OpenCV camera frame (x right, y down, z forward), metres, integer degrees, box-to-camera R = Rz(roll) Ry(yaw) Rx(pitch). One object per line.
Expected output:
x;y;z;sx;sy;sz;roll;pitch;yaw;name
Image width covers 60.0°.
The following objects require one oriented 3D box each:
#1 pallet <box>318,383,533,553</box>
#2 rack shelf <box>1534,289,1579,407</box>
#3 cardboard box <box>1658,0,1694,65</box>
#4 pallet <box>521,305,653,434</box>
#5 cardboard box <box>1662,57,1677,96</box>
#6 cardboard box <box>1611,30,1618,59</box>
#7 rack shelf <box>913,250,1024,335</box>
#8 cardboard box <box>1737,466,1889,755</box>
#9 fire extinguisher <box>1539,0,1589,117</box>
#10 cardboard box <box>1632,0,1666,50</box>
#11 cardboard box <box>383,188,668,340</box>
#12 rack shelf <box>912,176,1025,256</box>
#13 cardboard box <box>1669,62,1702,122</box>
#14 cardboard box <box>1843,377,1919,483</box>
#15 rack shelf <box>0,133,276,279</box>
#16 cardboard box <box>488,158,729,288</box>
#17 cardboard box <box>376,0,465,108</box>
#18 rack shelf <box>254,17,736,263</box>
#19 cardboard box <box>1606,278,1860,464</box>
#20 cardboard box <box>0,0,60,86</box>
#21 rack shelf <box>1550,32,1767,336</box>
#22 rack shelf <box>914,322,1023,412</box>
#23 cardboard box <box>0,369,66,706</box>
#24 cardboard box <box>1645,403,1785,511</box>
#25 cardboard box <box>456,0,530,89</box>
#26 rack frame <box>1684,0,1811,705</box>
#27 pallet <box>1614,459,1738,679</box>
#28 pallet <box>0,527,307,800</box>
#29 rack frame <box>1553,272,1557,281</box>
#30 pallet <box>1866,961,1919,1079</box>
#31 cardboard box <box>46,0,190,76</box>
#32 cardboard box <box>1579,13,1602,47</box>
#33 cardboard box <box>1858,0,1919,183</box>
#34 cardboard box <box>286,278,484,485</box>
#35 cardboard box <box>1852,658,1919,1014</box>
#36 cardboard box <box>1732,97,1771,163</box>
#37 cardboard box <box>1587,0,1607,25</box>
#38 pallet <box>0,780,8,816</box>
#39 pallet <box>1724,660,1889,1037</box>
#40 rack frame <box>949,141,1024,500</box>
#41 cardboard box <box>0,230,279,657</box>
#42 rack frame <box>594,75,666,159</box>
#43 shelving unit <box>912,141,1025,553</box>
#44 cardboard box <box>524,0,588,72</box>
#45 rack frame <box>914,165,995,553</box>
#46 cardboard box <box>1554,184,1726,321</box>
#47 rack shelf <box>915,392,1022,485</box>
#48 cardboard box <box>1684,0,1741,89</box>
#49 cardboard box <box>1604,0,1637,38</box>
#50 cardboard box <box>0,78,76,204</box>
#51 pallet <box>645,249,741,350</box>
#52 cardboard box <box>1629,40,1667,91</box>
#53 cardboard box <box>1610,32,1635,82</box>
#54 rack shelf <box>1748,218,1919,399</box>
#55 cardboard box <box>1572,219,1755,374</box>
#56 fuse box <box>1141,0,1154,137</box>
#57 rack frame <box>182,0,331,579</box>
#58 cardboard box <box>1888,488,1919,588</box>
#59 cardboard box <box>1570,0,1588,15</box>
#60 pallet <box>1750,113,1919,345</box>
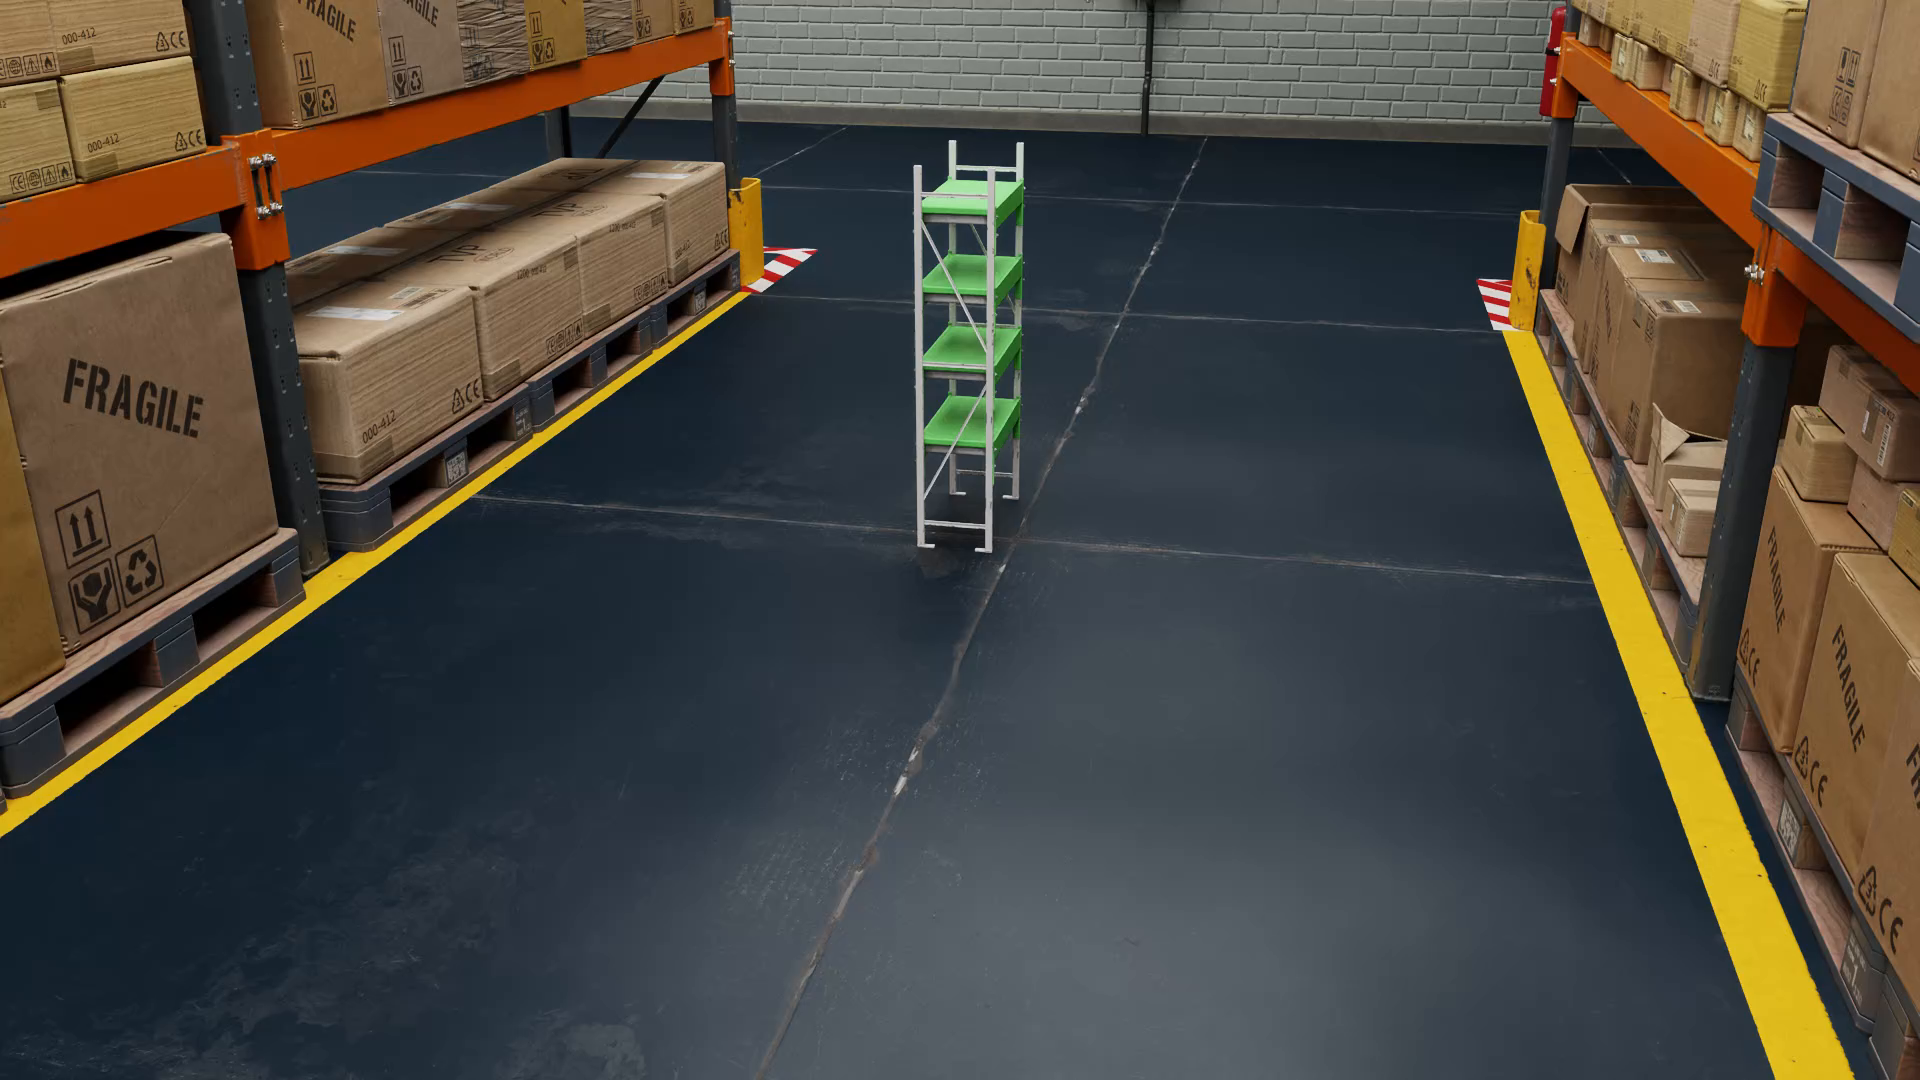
-2.226;-0.312;5.846;1.003;0.211;1.213;4;22;11;pallet
-12.557;-1.232;4.665;30.696;2.800;11.642;4;22;11;rack shelf
2.470;-1.595;5.102;0.500;0.250;0.500;4;22;11;cardboard box
-1.979;-0.759;6.957;1.003;0.211;1.213;4;22;11;pallet
2.552;-1.539;5.495;0.380;0.149;0.250;4;22;11;cardboard box
2.745;-1.920;6.443;0.380;0.149;0.250;5;23;13;cardboard box
0.034;-0.780;5.214;0.258;0.148;0.480;4;22;11;rack shelf
2.083;0.168;3.705;0.500;0.500;0.500;5;23;13;cardboard box
2.796;-2.299;7.650;0.296;0.674;0.183;4;22;11;fire extinguisher
2.576;-1.783;5.569;0.500;0.250;0.500;4;22;10;cardboard box
-1.857;-1.218;7.230;0.875;0.438;0.875;5;22;12;cardboard box
0.034;-1.003;5.124;0.258;0.148;0.480;4;22;11;rack shelf
2.386;-1.359;5.048;0.380;0.149;0.250;4;22;10;cardboard box
2.063;-0.221;3.404;0.380;0.149;0.250;3;22;8;cardboard box
-2.866;-0.268;2.967;1.077;0.370;4.000;4;22;11;rack shelf
-1.678;-1.553;8.063;0.875;0.438;0.875;4;22;9;cardboard box
-1.999;-1.715;5.463;0.500;0.500;0.500;5;22;11;cardboard box
-2.050;-1.731;6.599;1.077;0.370;4.000;4;22;11;rack shelf
2.577;-0.549;5.485;0.700;0.500;0.500;4;22;9;cardboard box
-2.404;-1.132;3.682;0.500;0.250;0.500;5;22;12;cardboard box
2.810;-1.354;5.663;1.077;0.370;4.000;4;22;11;rack shelf
0.034;-0.558;5.304;0.258;0.148;0.480;4;22;11;rack shelf
-2.683;0.021;3.567;0.875;0.875;0.875;5;22;12;cardboard box
2.301;-0.240;5.031;0.396;0.266;0.258;5;23;13;cardboard box
-1.891;-1.896;5.913;0.500;0.500;0.500;5;22;11;cardboard box
2.402;-0.956;3.713;1.000;3.000;0.127;4;22;11;rack frame
2.543;0.086;4.857;1.003;0.211;1.213;4;22;11;pallet
-2.541;0.248;4.455;1.003;0.211;1.213;4;22;11;pallet
3.215;-2.419;7.346;0.949;2.616;0.053;4;22;11;rack frame
2.027;1.085;2.377;1.003;0.211;1.213;4;22;11;pallet
-2.310;-1.316;4.137;0.500;0.250;0.500;4;22;11;cardboard box
2.883;-2.203;7.145;0.380;0.149;0.250;4;22;11;cardboard box
1.979;-0.848;2.748;0.700;0.500;0.500;5;22;12;cardboard box
-2.224;-0.561;5.599;0.875;0.438;0.875;4;22;10;cardboard box
1.878;0.546;2.767;0.500;0.500;0.500;4;22;9;cardboard box
2.252;-1.072;4.338;0.380;0.149;0.250;5;22;12;cardboard box
2.760;-2.158;6.499;0.500;0.250;0.500;5;22;11;cardboard box
-2.788;0.696;3.344;1.003;0.211;1.213;4;22;11;pallet
2.273;0.638;3.488;1.003;0.211;1.213;4;22;11;pallet
0.084;-0.706;5.501;0.240;1.200;0.015;4;22;11;rack frame
-2.506;-0.310;4.389;0.875;0.875;0.875;5;23;13;cardboard box
-1.638;-2.796;8.281;0.949;2.616;0.053;4;22;11;rack frame
0.034;-0.617;5.280;0.258;1.200;0.503;4;22;11;shelving unit
-1.786;-2.085;6.381;0.500;0.500;0.500;5;22;13;cardboard box
-0.016;-0.528;5.058;0.240;1.200;0.015;4;22;11;rack frame
3.001;-1.239;7.195;0.797;0.503;0.637;4;22;9;cardboard box
0.034;-0.335;5.393;0.258;0.148;0.480;4;22;11;rack shelf
2.355;-1.414;4.652;0.500;0.250;0.500;5;22;11;cardboard box
2.659;-1.972;6.038;0.500;0.250;0.500;4;22;10;cardboard box
-2.407;-0.894;3.760;0.500;0.250;0.500;4;22;10;cardboard box
-1.728;-1.204;8.061;1.003;0.211;1.213;4;22;11;pallet
2.538;-1.638;5.742;0.380;0.149;0.250;5;22;12;cardboard box
2.571;-1.736;5.985;0.380;0.149;0.250;4;22;9;cardboard box
1.994;0.109;2.031;1.077;0.370;4.000;4;22;11;rack shelf
2.788;-0.928;6.427;0.700;0.500;0.500;5;23;13;cardboard box
1.513;-4.049;13.117;0.539;1.711;0.414;4;22;11;fuse box
-2.458;-1.333;4.649;1.000;3.000;0.127;4;22;11;rack frame
2.047;0.020;3.203;0.380;0.149;0.250;3;22;8;cardboard box
2.862;-2.342;6.956;0.500;0.250;0.500;5;22;11;cardboard box
2.132;-0.583;3.044;1.003;0.211;1.213;4;22;11;pallet
